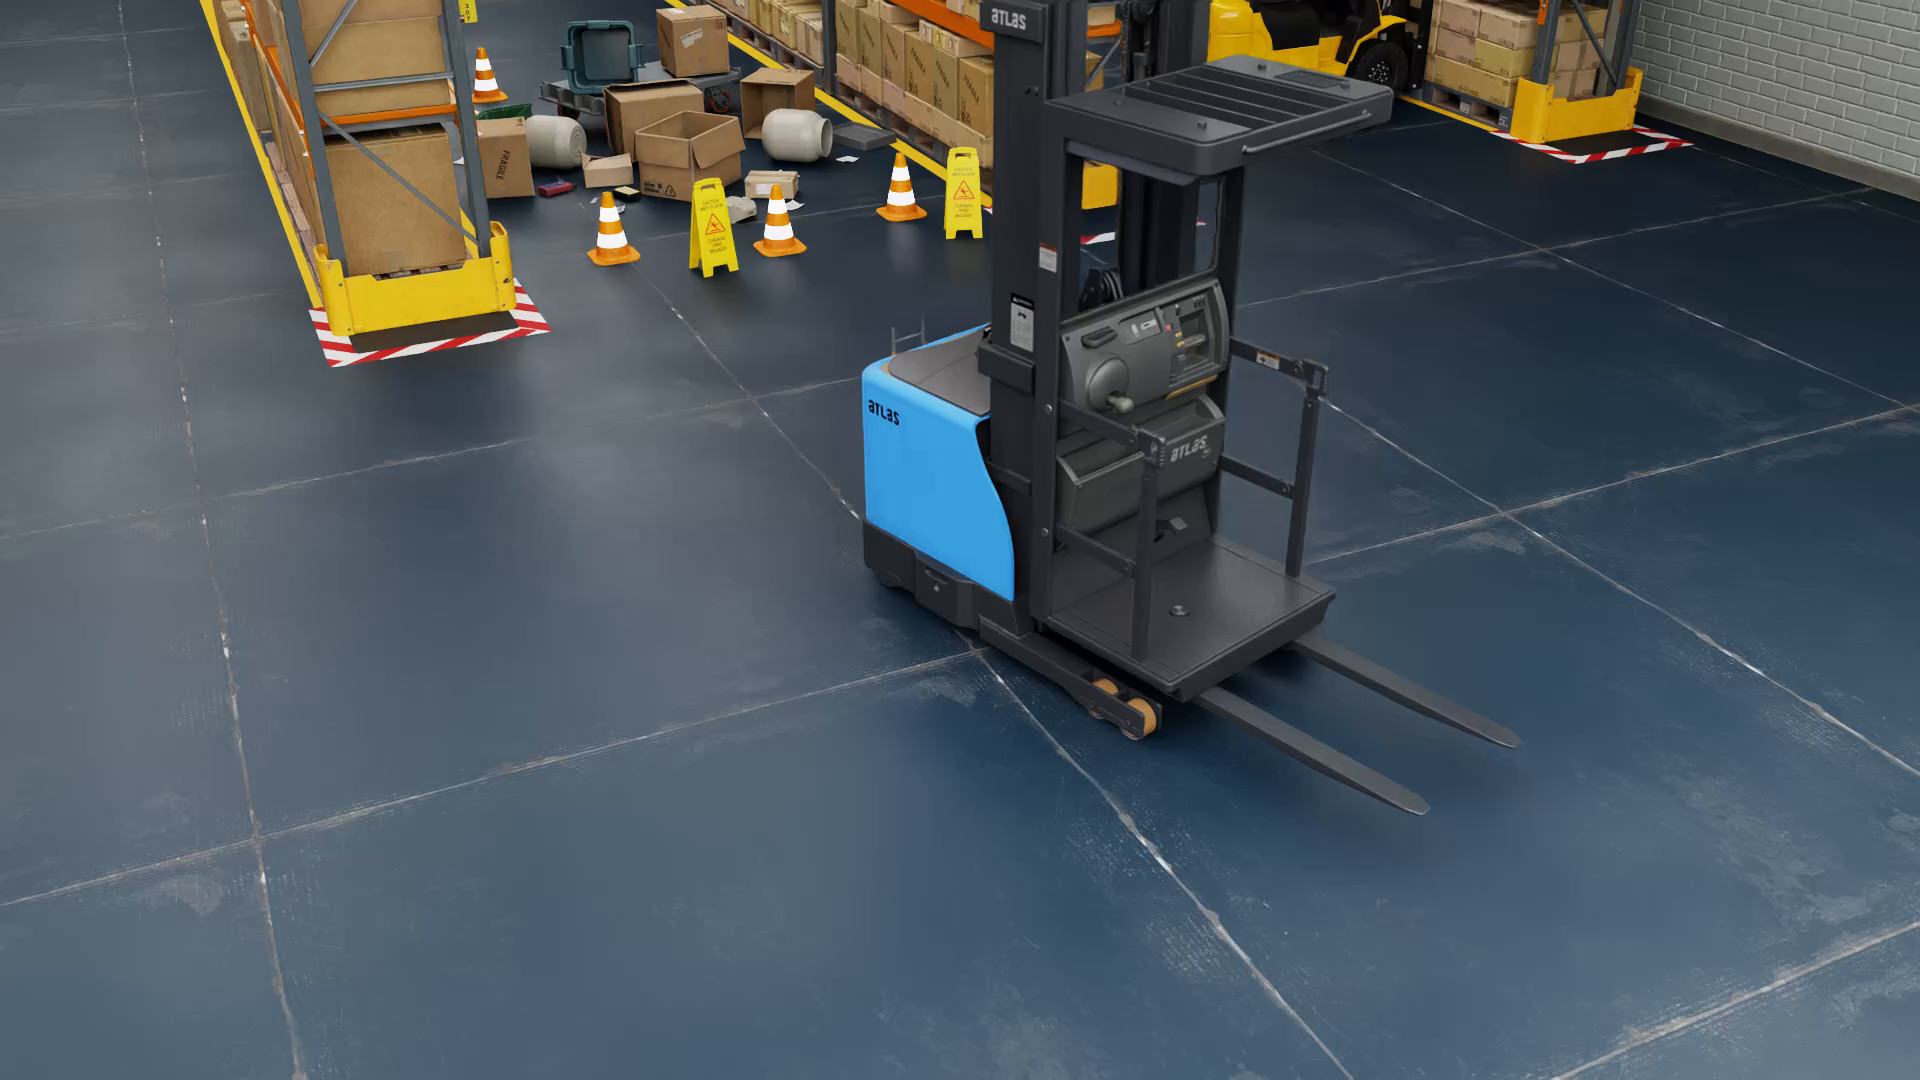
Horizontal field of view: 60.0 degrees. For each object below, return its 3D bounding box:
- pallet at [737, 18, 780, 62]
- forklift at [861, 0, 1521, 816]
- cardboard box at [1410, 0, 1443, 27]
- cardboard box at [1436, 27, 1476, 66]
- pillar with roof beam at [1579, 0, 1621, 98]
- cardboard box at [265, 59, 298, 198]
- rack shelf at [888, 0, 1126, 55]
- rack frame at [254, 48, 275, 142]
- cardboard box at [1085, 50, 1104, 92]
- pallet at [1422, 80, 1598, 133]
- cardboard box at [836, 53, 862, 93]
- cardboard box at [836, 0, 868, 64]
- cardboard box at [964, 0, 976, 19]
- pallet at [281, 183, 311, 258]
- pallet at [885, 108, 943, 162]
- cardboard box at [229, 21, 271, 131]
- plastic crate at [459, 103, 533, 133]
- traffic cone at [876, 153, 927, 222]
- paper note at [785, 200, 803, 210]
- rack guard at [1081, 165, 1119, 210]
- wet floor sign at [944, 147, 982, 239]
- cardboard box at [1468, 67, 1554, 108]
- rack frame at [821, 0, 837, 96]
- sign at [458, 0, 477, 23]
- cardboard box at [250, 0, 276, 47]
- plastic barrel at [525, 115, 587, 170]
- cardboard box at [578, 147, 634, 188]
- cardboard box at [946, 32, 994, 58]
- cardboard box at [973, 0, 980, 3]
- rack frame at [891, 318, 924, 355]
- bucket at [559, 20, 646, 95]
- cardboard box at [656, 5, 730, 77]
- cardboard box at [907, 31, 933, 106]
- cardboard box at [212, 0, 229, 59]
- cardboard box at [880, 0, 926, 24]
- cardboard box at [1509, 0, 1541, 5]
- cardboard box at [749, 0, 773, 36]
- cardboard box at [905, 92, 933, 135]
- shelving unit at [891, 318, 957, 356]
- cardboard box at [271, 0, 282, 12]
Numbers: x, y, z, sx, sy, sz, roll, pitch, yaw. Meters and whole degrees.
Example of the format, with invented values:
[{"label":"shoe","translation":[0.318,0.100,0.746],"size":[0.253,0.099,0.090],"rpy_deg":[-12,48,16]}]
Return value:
[{"label":"pallet","translation":[-1.675,-5.317,17.515],"size":[1.003,0.211,1.213],"rpy_deg":[-13,32,-22]},{"label":"forklift","translation":[0.903,-0.746,6.583],"size":[1.130,2.935,3.031],"rpy_deg":[-24,37,-36]},{"label":"cardboard box","translation":[4.457,-4.930,15.334],"size":[0.500,0.250,0.500],"rpy_deg":[-13,32,-21]},{"label":"cardboard box","translation":[4.690,-4.502,15.082],"size":[0.500,0.250,0.500],"rpy_deg":[-13,32,-22]},{"label":"pillar with roof beam","translation":[2.014,-7.136,11.775],"size":[9.100,9.000,0.400],"rpy_deg":[-13,32,-22]},{"label":"cardboard box","translation":[-4.642,-3.132,12.512],"size":[0.875,0.875,0.875],"rpy_deg":[-13,32,-22]},{"label":"rack shelf","translation":[0.047,-4.452,13.859],"size":[1.077,0.370,4.000],"rpy_deg":[-13,32,-22]},{"label":"rack frame","translation":[-5.239,-4.566,13.325],"size":[1.000,3.000,0.127],"rpy_deg":[-13,32,-22]},{"label":"cardboard box","translation":[0.798,-3.618,13.251],"size":[0.500,0.500,0.500],"rpy_deg":[-14,32,-24]},{"label":"pallet","translation":[5.021,-4.039,15.237],"size":[1.003,0.211,1.213],"rpy_deg":[-13,32,-22]},{"label":"cardboard box","translation":[-0.802,-4.316,15.262],"size":[0.500,0.250,0.500],"rpy_deg":[-15,32,-24]},{"label":"cardboard box","translation":[-0.802,-4.643,15.079],"size":[0.500,0.500,0.500],"rpy_deg":[-12,31,-20]},{"label":"cardboard box","translation":[0.252,-4.100,12.751],"size":[0.380,0.149,0.250],"rpy_deg":[-14,32,-23]},{"label":"pallet","translation":[-4.455,-2.457,12.416],"size":[1.003,0.211,1.213],"rpy_deg":[-13,32,-22]},{"label":"pallet","translation":[0.036,-3.604,14.462],"size":[1.003,0.211,1.213],"rpy_deg":[-13,32,-22]},{"label":"cardboard box","translation":[-5.587,-4.023,14.228],"size":[1.050,0.750,0.750],"rpy_deg":[-13,32,-22]},{"label":"plastic crate","translation":[-3.981,-3.562,14.352],"size":[0.450,0.188,0.662],"rpy_deg":[-7,28,9]},{"label":"traffic cone","translation":[-0.444,-2.695,12.583],"size":[0.336,0.463,0.334],"rpy_deg":[-13,32,-22]},{"label":"paper note","translation":[-1.298,-2.587,12.833],"size":[0.142,0.019,0.148],"rpy_deg":[26,38,38]},{"label":"rack guard","translation":[0.873,-2.826,12.778],"size":[1.175,0.500,0.348],"rpy_deg":[-13,32,-22]},{"label":"wet floor sign","translation":[0.021,-2.547,12.133],"size":[0.267,0.644,0.232],"rpy_deg":[-3,29,-5]},{"label":"cardboard box","translation":[4.900,-4.052,14.790],"size":[0.500,0.250,0.500],"rpy_deg":[-13,32,-22]},{"label":"rack frame","translation":[-0.812,-5.650,15.258],"size":[1.000,3.000,0.127],"rpy_deg":[-13,32,-22]},{"label":"sign","translation":[-3.018,-3.325,10.146],"size":[0.100,0.325,0.005],"rpy_deg":[-13,32,-22]},{"label":"cardboard box","translation":[-4.688,-3.969,12.108],"size":[0.875,0.550,0.550],"rpy_deg":[-13,32,-22]},{"label":"plastic barrel","translation":[-3.366,-3.263,13.636],"size":[0.512,0.421,0.421],"rpy_deg":[7,30,13]},{"label":"cardboard box","translation":[-2.838,-3.000,13.329],"size":[0.396,0.266,0.258],"rpy_deg":[-8,30,-13]},{"label":"cardboard box","translation":[0.108,-3.924,13.132],"size":[0.380,0.149,0.250],"rpy_deg":[-12,31,-21]},{"label":"cardboard box","translation":[0.424,-4.238,12.334],"size":[0.500,0.500,0.500],"rpy_deg":[-14,32,-23]},{"label":"rack frame","translation":[-0.251,-0.582,8.214],"size":[0.200,1.050,0.008],"rpy_deg":[-23,37,-35]},{"label":"bucket","translation":[-3.098,-4.225,14.510],"size":[0.726,0.611,0.620],"rpy_deg":[-3,19,-5]},{"label":"cardboard box","translation":[-2.406,-4.503,14.994],"size":[0.500,0.500,0.500],"rpy_deg":[-13,32,-22]},{"label":"cardboard box","translation":[-0.111,-3.947,13.837],"size":[0.500,0.500,0.500],"rpy_deg":[-14,32,-23]},{"label":"cardboard box","translation":[-6.776,-5.247,16.410],"size":[1.050,0.750,0.750],"rpy_deg":[-14,32,-23]},{"label":"cardboard box","translation":[-0.462,-4.513,14.184],"size":[0.380,0.149,0.250],"rpy_deg":[-11,31,-19]},{"label":"cardboard box","translation":[5.134,-4.818,15.136],"size":[0.500,0.250,0.500],"rpy_deg":[-13,32,-22]},{"label":"cardboard box","translation":[-1.651,-5.541,17.323],"size":[0.950,0.372,0.625],"rpy_deg":[-12,31,-20]},{"label":"cardboard box","translation":[-0.129,-3.628,14.034],"size":[0.500,0.250,0.500],"rpy_deg":[-14,32,-24]},{"label":"shelving unit","translation":[-0.171,-0.537,8.134],"size":[0.215,1.050,0.252],"rpy_deg":[-23,37,-35]},{"label":"cardboard box","translation":[-3.965,-3.731,10.579],"size":[0.875,0.550,0.550],"rpy_deg":[-13,32,-22]}]
